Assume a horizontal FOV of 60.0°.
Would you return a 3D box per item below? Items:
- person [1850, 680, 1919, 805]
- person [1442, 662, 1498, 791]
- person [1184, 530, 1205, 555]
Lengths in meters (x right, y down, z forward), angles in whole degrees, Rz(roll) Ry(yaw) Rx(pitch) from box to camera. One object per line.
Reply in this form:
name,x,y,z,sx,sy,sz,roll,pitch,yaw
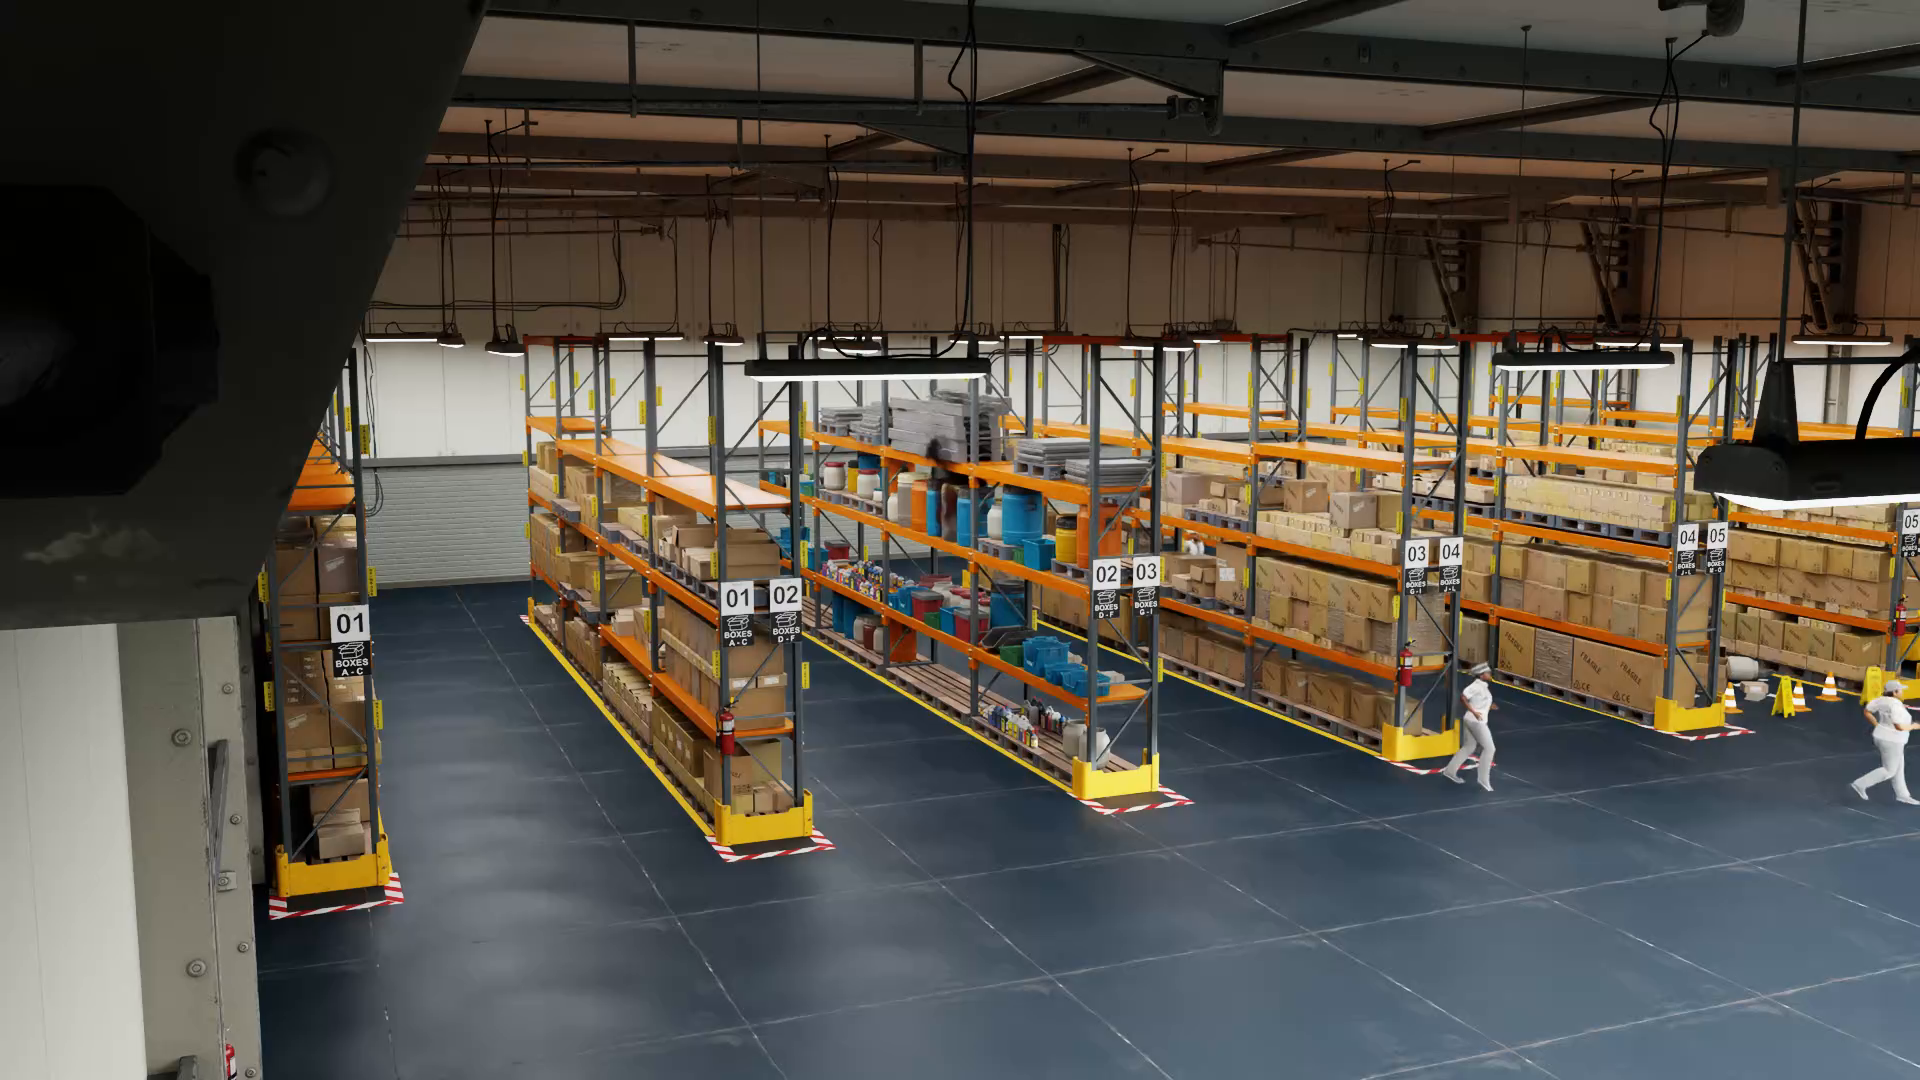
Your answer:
person,12.059,2.635,21.582,0.924,1.666,0.606,1,8,6
person,6.950,2.522,22.647,0.690,1.751,0.591,2,8,15
person,5.109,0.618,36.430,0.669,1.837,0.790,-3,8,-22
